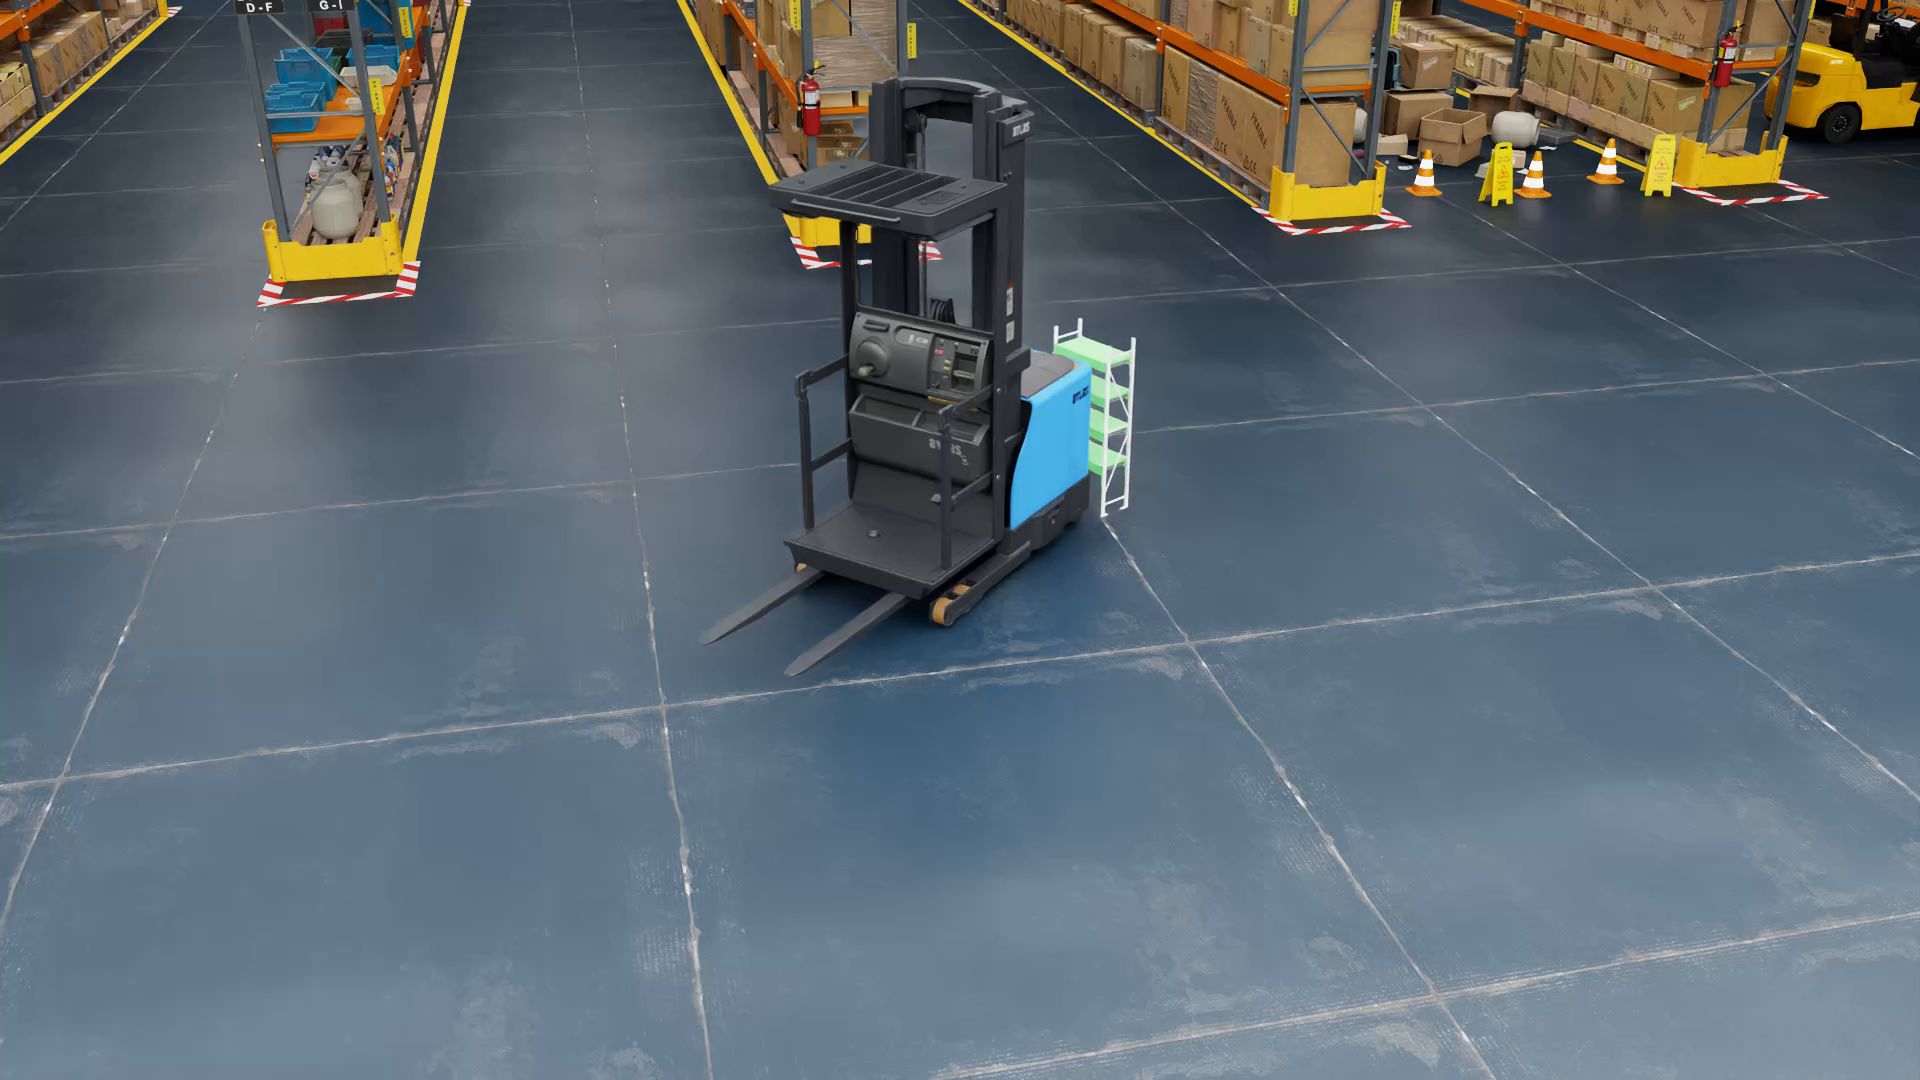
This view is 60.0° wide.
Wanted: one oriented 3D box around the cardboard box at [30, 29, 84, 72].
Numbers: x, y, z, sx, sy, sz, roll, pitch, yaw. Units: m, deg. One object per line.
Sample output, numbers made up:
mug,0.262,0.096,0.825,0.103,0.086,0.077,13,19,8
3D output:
cardboard box,-12.634,-6.841,23.260,0.500,0.500,0.500,-7,28,-13

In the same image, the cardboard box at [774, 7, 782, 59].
cardboard box,-1.499,-5.419,17.716,0.875,0.500,0.500,-6,27,-12

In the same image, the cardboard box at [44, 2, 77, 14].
cardboard box,-13.761,-7.911,25.380,0.500,0.500,0.500,-6,27,-12

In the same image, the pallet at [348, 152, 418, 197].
pallet,-6.616,-4.055,18.549,1.003,0.211,1.213,-6,27,-12

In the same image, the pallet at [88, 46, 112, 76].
pallet,-13.136,-7.011,24.406,1.003,0.211,1.213,-6,27,-12

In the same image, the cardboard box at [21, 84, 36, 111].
cardboard box,-12.099,-5.607,21.115,0.500,0.250,0.500,-5,27,-10

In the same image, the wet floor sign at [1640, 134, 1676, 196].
wet floor sign,7.655,-4.109,18.174,0.267,0.644,0.232,3,27,6

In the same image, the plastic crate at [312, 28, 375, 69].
plastic crate,-6.733,-5.328,18.046,0.767,0.338,0.504,-6,27,-12

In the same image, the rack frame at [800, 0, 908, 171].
rack frame,-1.000,-4.345,16.030,1.000,3.000,0.127,-6,27,-12

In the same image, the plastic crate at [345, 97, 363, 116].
plastic crate,-5.714,-4.150,15.936,0.298,0.136,0.250,-6,27,-12

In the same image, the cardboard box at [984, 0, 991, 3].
cardboard box,0.631,-9.357,28.657,0.380,0.149,0.250,-7,28,-13

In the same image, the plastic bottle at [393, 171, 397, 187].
plastic bottle,-6.053,-3.855,17.676,0.097,0.201,0.097,0,27,0

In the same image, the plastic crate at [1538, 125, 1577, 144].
plastic crate,7.309,-5.032,20.630,0.402,0.080,0.583,-16,31,-29

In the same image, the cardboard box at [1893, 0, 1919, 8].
cardboard box,12.568,-7.210,21.594,0.500,0.500,0.500,-5,27,-11

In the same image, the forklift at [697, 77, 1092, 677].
forklift,-0.357,-1.044,9.566,1.130,2.935,3.031,16,31,29

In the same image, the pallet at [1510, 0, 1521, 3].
pallet,7.723,-7.372,22.240,1.003,0.211,1.213,-6,27,-12

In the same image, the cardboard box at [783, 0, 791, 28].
cardboard box,-1.483,-5.404,16.578,0.500,0.500,0.500,-6,27,-12

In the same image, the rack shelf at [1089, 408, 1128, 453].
rack shelf,0.871,-0.751,11.046,0.258,0.148,0.480,-21,34,-35

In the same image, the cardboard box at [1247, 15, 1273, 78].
cardboard box,3.582,-5.269,17.694,0.875,0.550,0.550,-6,27,-12

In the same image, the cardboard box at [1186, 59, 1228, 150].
cardboard box,3.234,-5.121,19.459,0.875,0.875,0.875,-6,27,-11

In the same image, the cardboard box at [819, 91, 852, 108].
cardboard box,-1.265,-4.337,16.293,0.380,0.149,0.250,-6,27,-12

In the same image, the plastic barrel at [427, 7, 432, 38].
plastic barrel,-8.424,-8.121,25.373,0.600,0.901,0.708,-6,27,-12

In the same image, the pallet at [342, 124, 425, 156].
pallet,-6.942,-4.694,19.816,1.003,0.211,1.213,-6,27,-12

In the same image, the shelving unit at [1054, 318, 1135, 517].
shelving unit,0.870,-0.808,11.017,0.258,1.200,0.503,-21,34,-35

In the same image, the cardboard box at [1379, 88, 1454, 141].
cardboard box,5.574,-5.222,20.386,0.797,0.637,0.503,-6,27,-12

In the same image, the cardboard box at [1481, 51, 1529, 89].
cardboard box,7.633,-6.352,22.456,0.950,0.372,0.625,-6,27,-11

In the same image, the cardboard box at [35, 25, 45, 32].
cardboard box,-13.249,-6.999,23.574,0.500,0.500,0.500,-6,27,-11

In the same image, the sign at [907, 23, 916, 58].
sign,-0.471,-4.787,15.944,0.100,0.325,0.005,-6,27,-12

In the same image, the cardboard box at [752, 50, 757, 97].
cardboard box,-2.360,-6.155,21.902,0.700,0.500,0.500,-4,27,-7

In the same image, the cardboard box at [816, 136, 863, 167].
cardboard box,-1.292,-3.952,17.558,0.500,0.500,0.500,1,27,2

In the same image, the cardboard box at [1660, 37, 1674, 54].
cardboard box,8.160,-5.597,18.788,0.380,0.149,0.250,-6,27,-12

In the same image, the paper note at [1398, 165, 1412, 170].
paper note,5.165,-4.321,19.279,0.144,0.017,0.142,3,27,6

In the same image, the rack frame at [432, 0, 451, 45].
rack frame,-8.530,-9.110,25.471,1.000,3.000,0.127,-6,27,-12

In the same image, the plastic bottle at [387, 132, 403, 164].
plastic bottle,-6.301,-4.359,18.508,0.144,0.351,0.185,-7,28,-13

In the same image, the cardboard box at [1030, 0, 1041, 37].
cardboard box,1.401,-8.109,25.796,0.500,0.500,0.500,-7,28,-14

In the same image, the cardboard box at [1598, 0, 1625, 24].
cardboard box,7.951,-6.404,19.668,0.500,0.500,0.500,-6,27,-11

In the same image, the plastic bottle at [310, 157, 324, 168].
plastic bottle,-6.769,-3.865,17.529,0.144,0.351,0.185,-5,27,-9

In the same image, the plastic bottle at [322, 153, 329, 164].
plastic bottle,-6.837,-4.037,17.958,0.097,0.271,0.097,0,27,0

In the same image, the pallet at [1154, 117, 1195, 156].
pallet,3.049,-4.974,20.370,1.003,0.211,1.213,-6,27,-12

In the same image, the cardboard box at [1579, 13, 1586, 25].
cardboard box,7.822,-6.380,20.339,0.380,0.149,0.250,-6,27,-12

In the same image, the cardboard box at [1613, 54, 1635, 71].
cardboard box,7.961,-5.642,19.633,0.380,0.149,0.250,-5,27,-9

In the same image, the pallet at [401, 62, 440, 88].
pallet,-7.847,-6.451,23.298,1.003,0.211,1.213,-6,27,-12

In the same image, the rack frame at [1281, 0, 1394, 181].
rack frame,3.855,-4.805,16.940,1.000,3.000,0.127,-6,27,-12

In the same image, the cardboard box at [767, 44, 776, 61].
cardboard box,-1.937,-5.424,18.445,0.380,0.149,0.250,-6,27,-12

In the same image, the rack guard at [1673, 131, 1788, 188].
rack guard,8.638,-4.269,18.653,1.175,0.500,0.348,-6,27,-12

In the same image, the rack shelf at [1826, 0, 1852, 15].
rack shelf,12.138,-8.170,24.407,1.077,0.370,4.000,-6,27,-12

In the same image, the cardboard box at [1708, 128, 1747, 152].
cardboard box,8.743,-4.694,19.306,0.500,0.250,0.500,-6,27,-12

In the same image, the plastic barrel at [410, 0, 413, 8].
plastic barrel,-7.188,-6.974,21.115,0.421,0.512,0.421,0,27,0

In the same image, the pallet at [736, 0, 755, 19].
pallet,-2.317,-6.907,21.318,1.003,0.211,1.213,-6,27,-12
